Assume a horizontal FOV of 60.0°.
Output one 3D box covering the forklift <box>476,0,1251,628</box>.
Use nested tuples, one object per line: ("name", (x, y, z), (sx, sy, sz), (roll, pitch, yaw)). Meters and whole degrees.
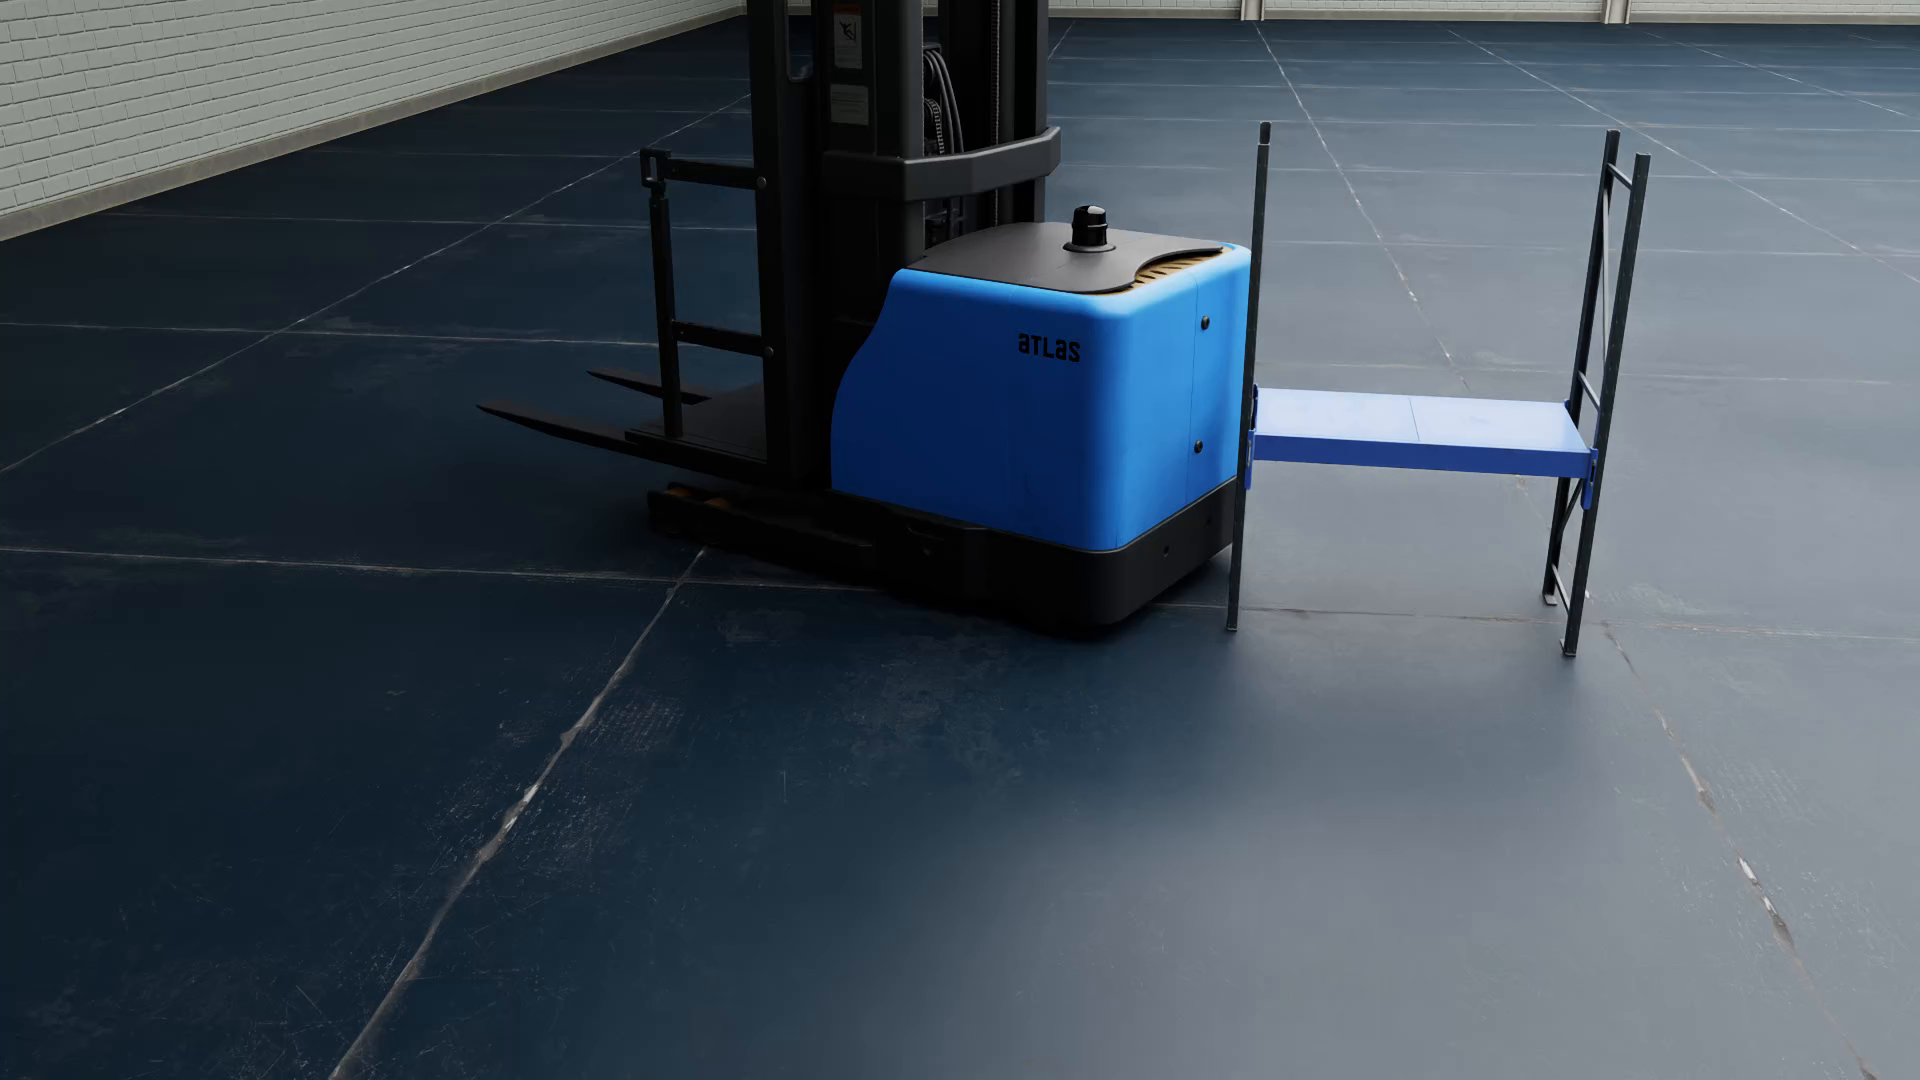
("forklift", (-0.515, -1.491, 5.725), (3.031, 2.935, 1.130), (14, 26, 31))

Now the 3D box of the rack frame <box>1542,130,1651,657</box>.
("rack frame", (1.897, -0.434, 4.997), (0.032, 1.500, 0.500), (4, 22, 10))

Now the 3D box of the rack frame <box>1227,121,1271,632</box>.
("rack frame", (0.897, -0.501, 5.168), (0.032, 1.500, 0.500), (4, 22, 10))

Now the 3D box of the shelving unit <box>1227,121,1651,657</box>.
("shelving unit", (1.397, -0.468, 5.082), (1.048, 1.500, 0.538), (4, 22, 10))

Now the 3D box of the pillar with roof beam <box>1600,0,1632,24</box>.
("pillar with roof beam", (10.457, -11.280, 22.232), (0.400, 9.000, 9.100), (2, 22, 6))

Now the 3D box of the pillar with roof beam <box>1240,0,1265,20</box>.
("pillar with roof beam", (4.499, -11.539, 22.888), (0.400, 9.000, 9.100), (2, 22, 6))

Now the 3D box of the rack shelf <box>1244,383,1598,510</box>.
("rack shelf", (1.397, -0.300, 5.149), (1.000, 0.185, 0.538), (4, 22, 10))
